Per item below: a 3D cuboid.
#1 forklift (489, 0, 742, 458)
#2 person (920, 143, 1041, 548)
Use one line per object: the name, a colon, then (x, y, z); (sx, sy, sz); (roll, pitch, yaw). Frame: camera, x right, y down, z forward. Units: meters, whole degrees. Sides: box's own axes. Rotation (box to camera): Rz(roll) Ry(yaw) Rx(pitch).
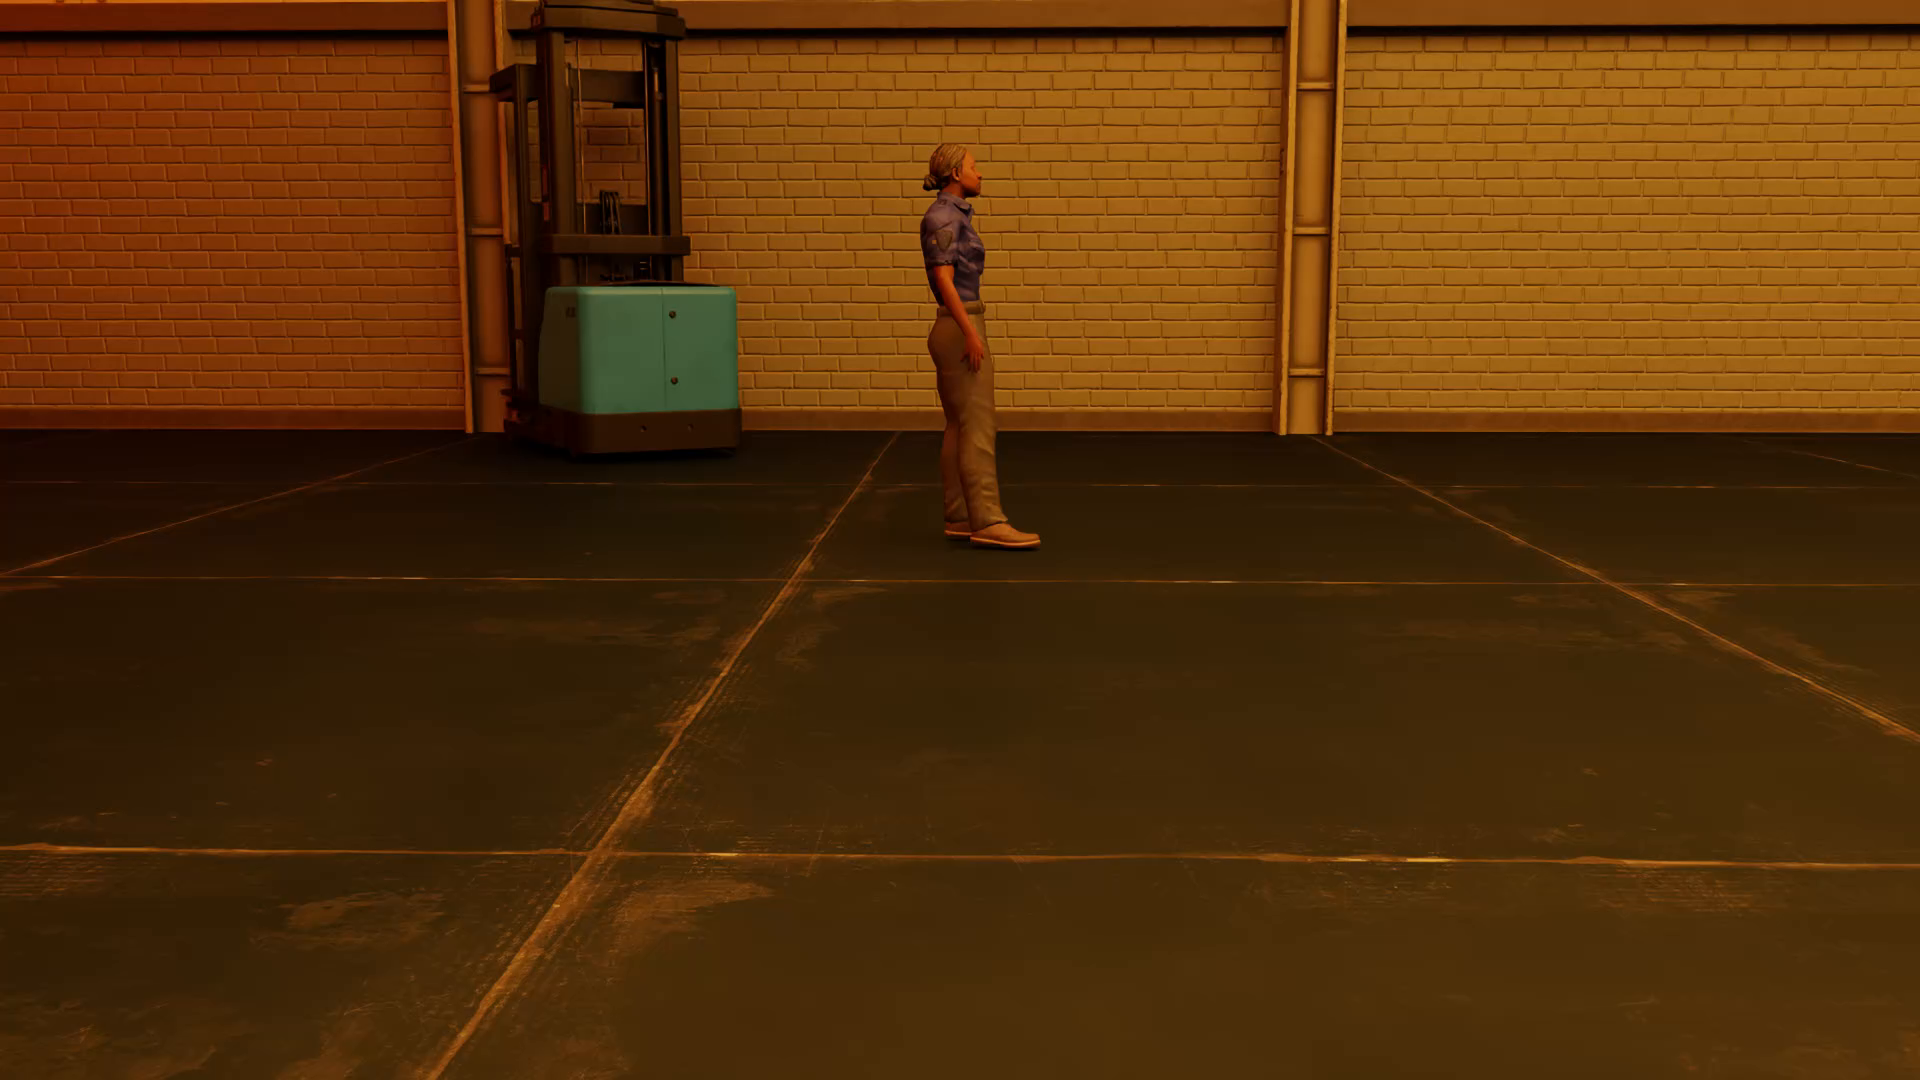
forklift: (-2.533, -2.132, 11.382); (1.130, 2.935, 3.031); (-5, 10, -28)
person: (0.087, -0.822, 6.979); (0.503, 1.656, 0.569); (0, 9, 1)
